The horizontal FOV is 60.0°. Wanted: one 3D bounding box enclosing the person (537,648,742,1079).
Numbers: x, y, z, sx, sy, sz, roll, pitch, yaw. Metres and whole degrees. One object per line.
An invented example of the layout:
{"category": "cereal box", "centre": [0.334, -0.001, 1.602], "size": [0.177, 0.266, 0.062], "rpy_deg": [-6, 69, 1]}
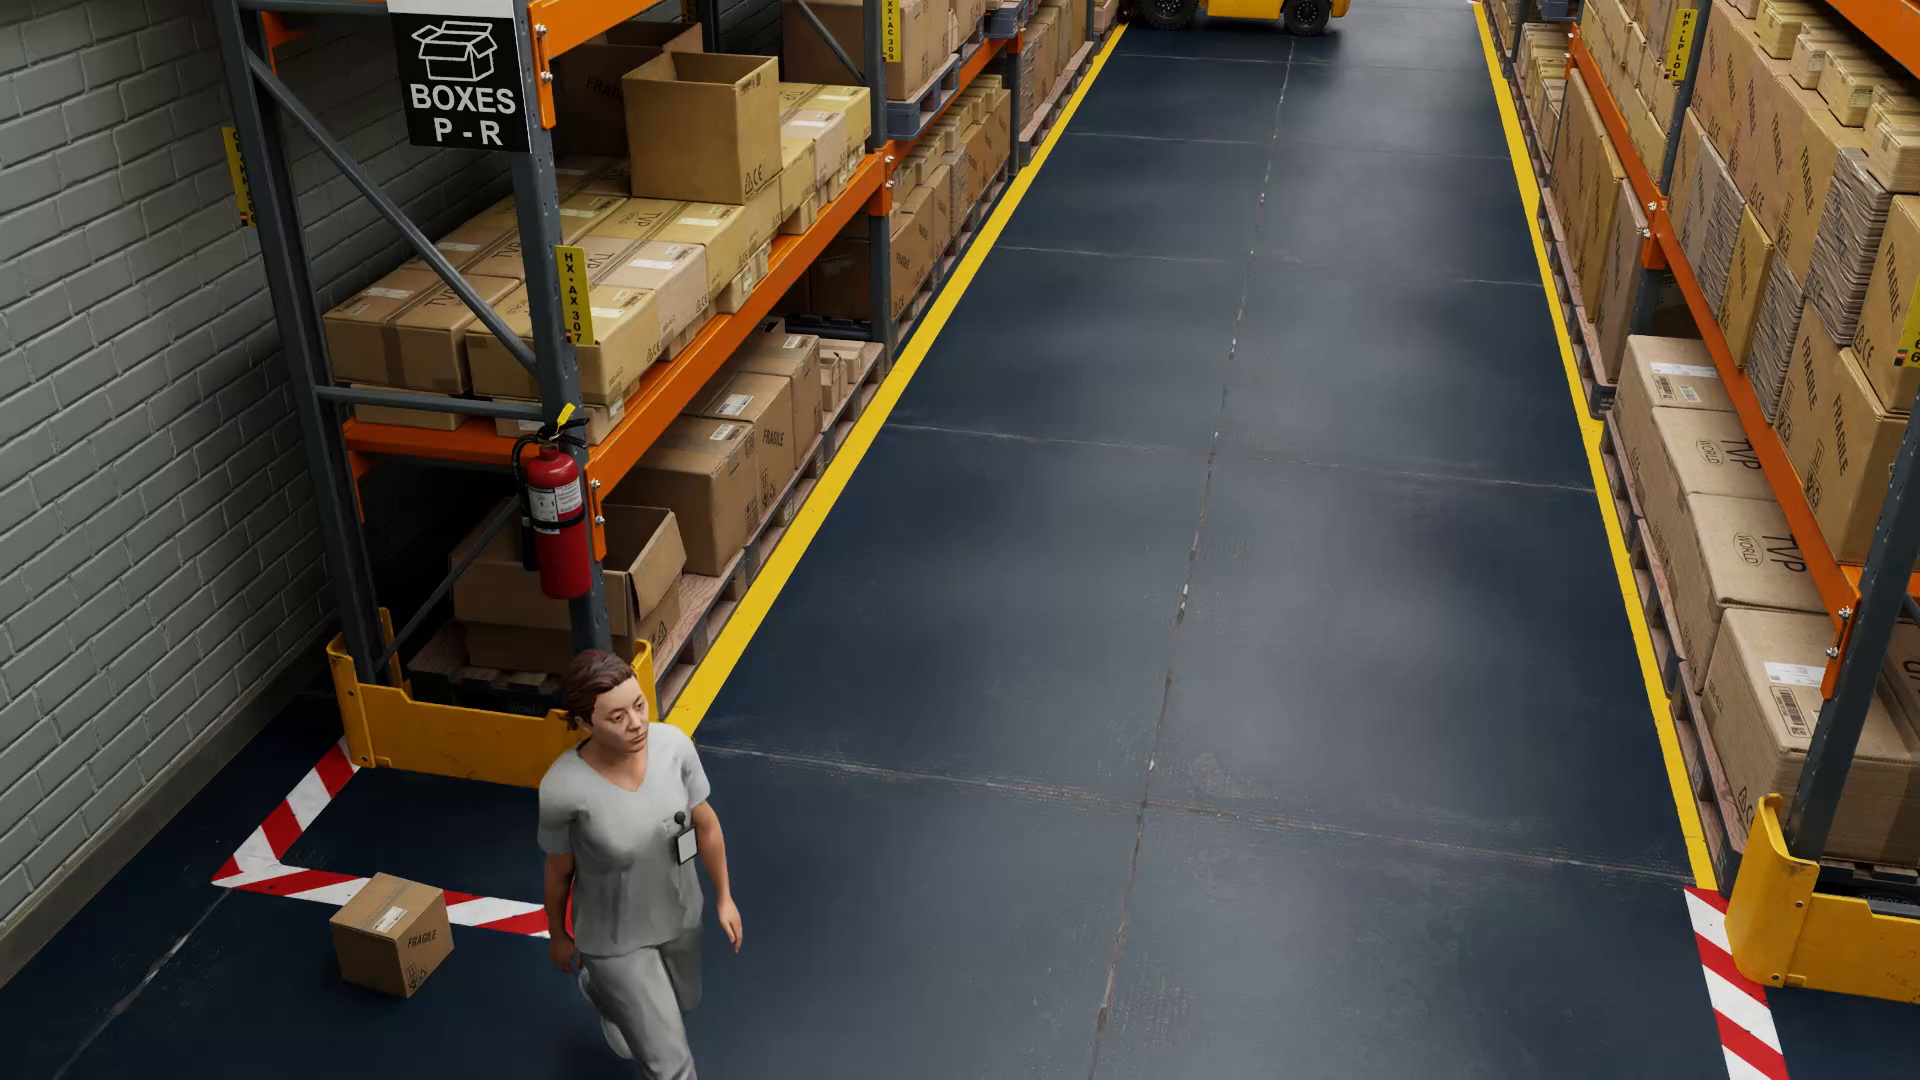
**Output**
{"category": "person", "centre": [-0.858, 0.971, 4.382], "size": [0.457, 1.629, 0.943], "rpy_deg": [-22, 36, -34]}
